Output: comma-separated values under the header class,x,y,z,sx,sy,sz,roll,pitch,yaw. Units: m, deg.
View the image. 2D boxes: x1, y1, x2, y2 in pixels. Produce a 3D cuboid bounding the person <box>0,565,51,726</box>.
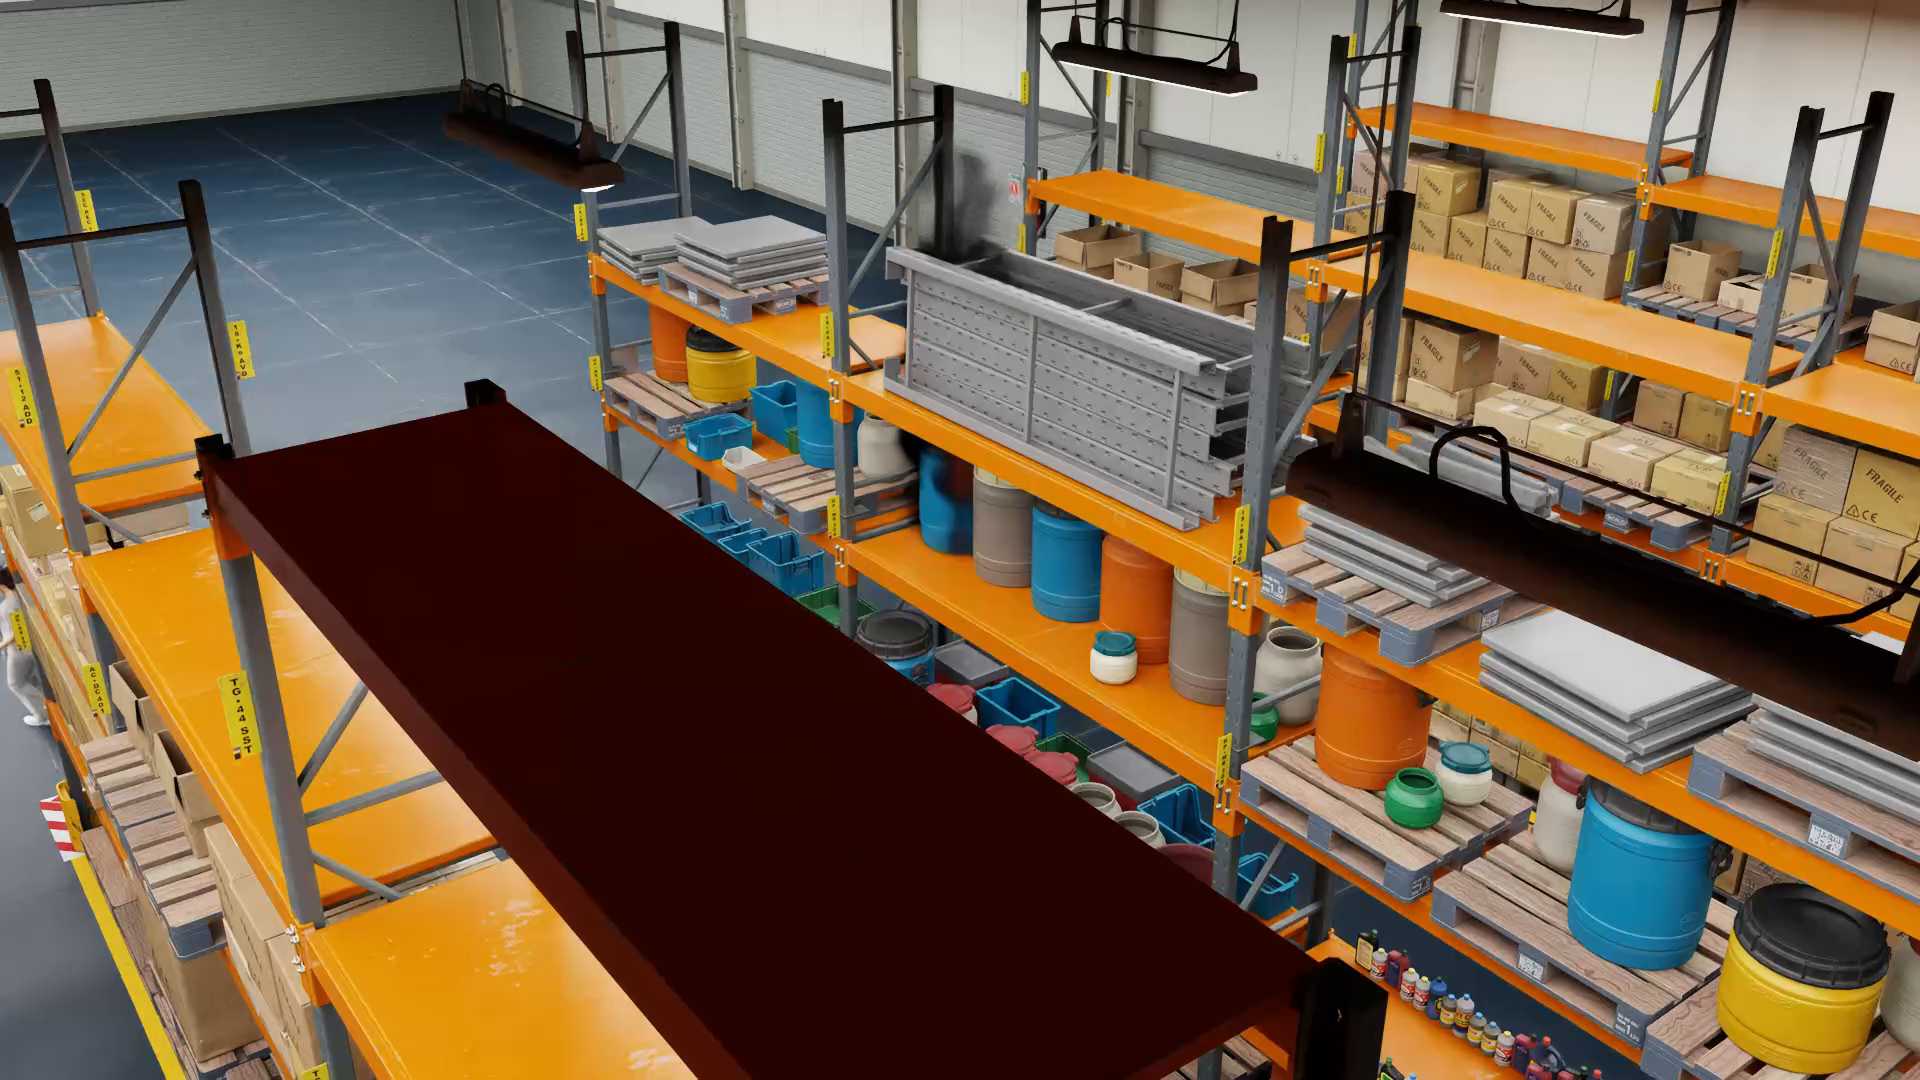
class,x,y,z,sx,sy,sz,roll,pitch,yaw
person,-8.363,0.967,14.954,0.558,1.623,0.553,-1,25,-3
